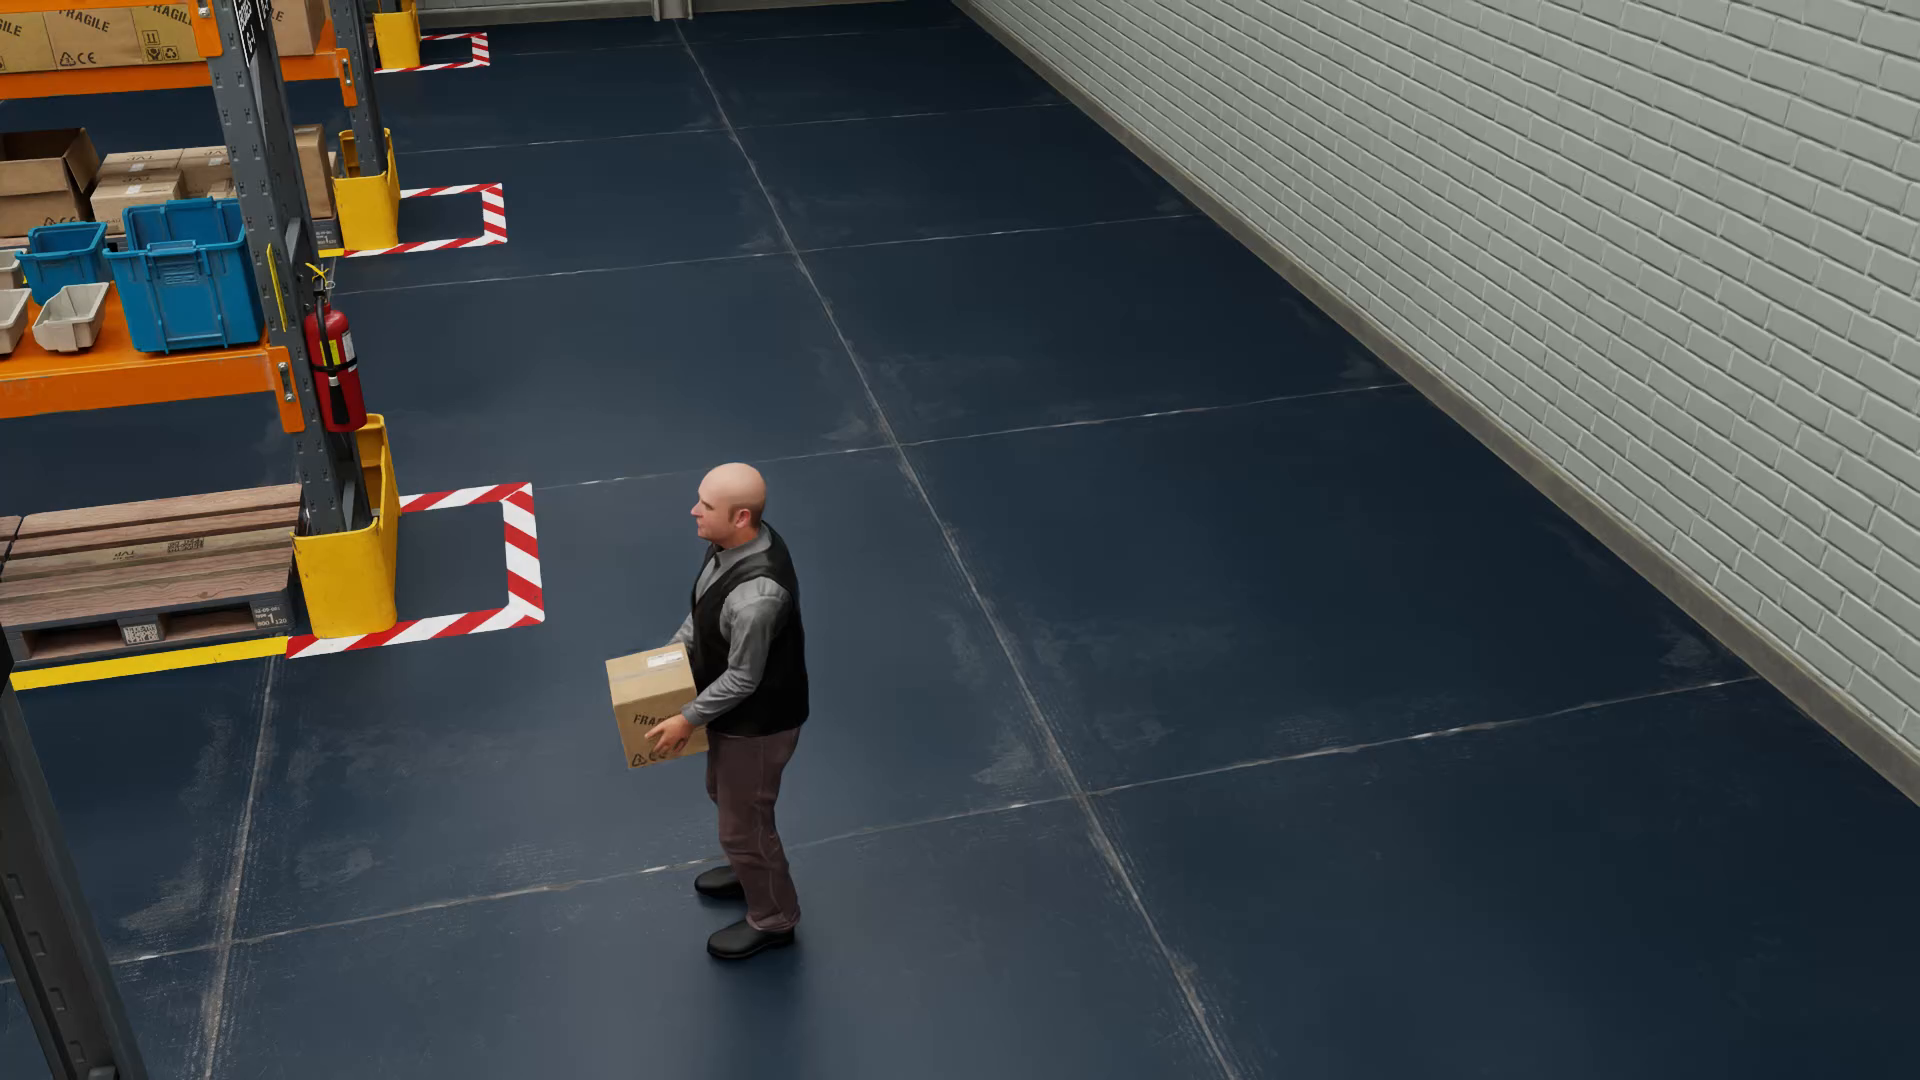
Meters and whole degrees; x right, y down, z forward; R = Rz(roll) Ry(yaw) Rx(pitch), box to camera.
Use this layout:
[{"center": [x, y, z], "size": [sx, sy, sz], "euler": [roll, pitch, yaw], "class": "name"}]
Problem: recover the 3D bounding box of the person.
[{"center": [-0.713, 0.539, 5.216], "size": [0.493, 1.728, 0.542], "euler": [-8, 31, -14], "class": "person"}]
